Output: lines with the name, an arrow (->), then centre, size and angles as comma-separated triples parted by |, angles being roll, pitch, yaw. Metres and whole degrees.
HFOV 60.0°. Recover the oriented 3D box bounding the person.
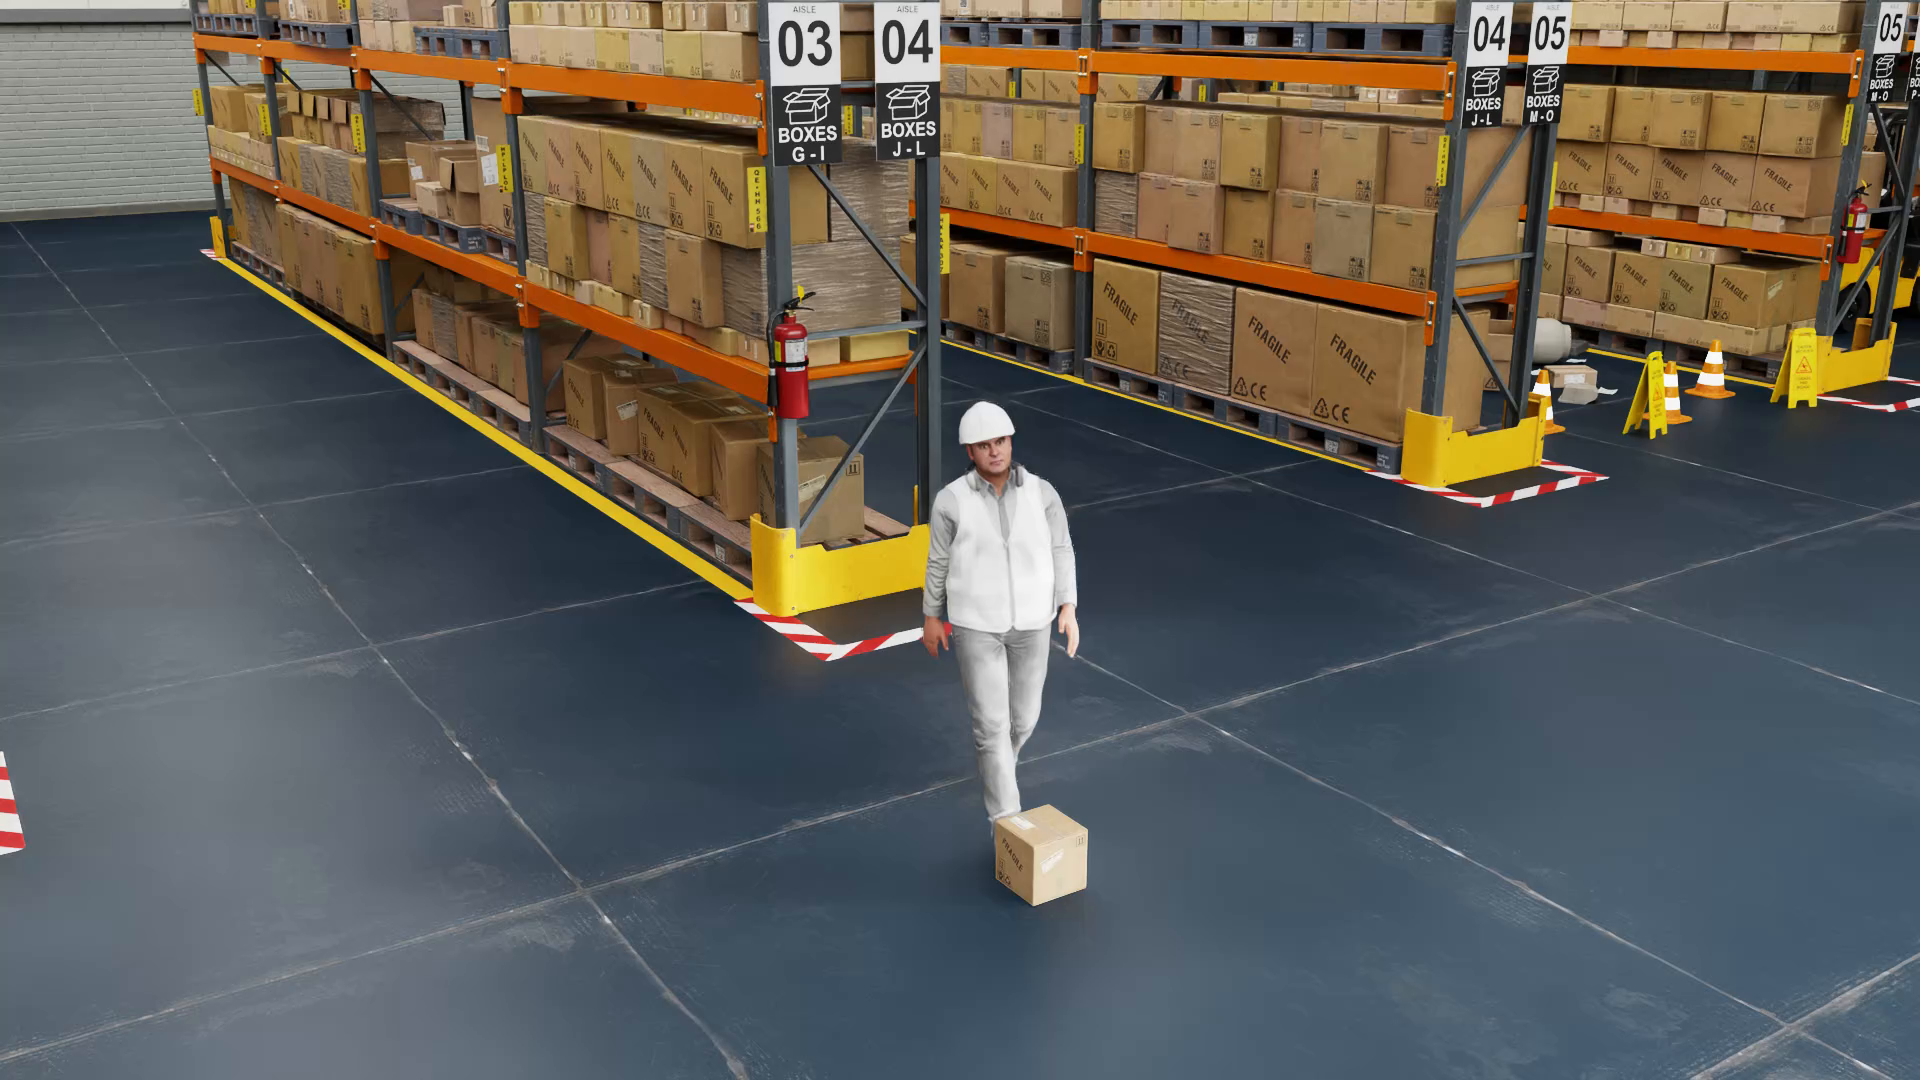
person -> 0.206, 0.339, 6.514 | 0.584, 1.711, 0.933 | -5, 19, -14
